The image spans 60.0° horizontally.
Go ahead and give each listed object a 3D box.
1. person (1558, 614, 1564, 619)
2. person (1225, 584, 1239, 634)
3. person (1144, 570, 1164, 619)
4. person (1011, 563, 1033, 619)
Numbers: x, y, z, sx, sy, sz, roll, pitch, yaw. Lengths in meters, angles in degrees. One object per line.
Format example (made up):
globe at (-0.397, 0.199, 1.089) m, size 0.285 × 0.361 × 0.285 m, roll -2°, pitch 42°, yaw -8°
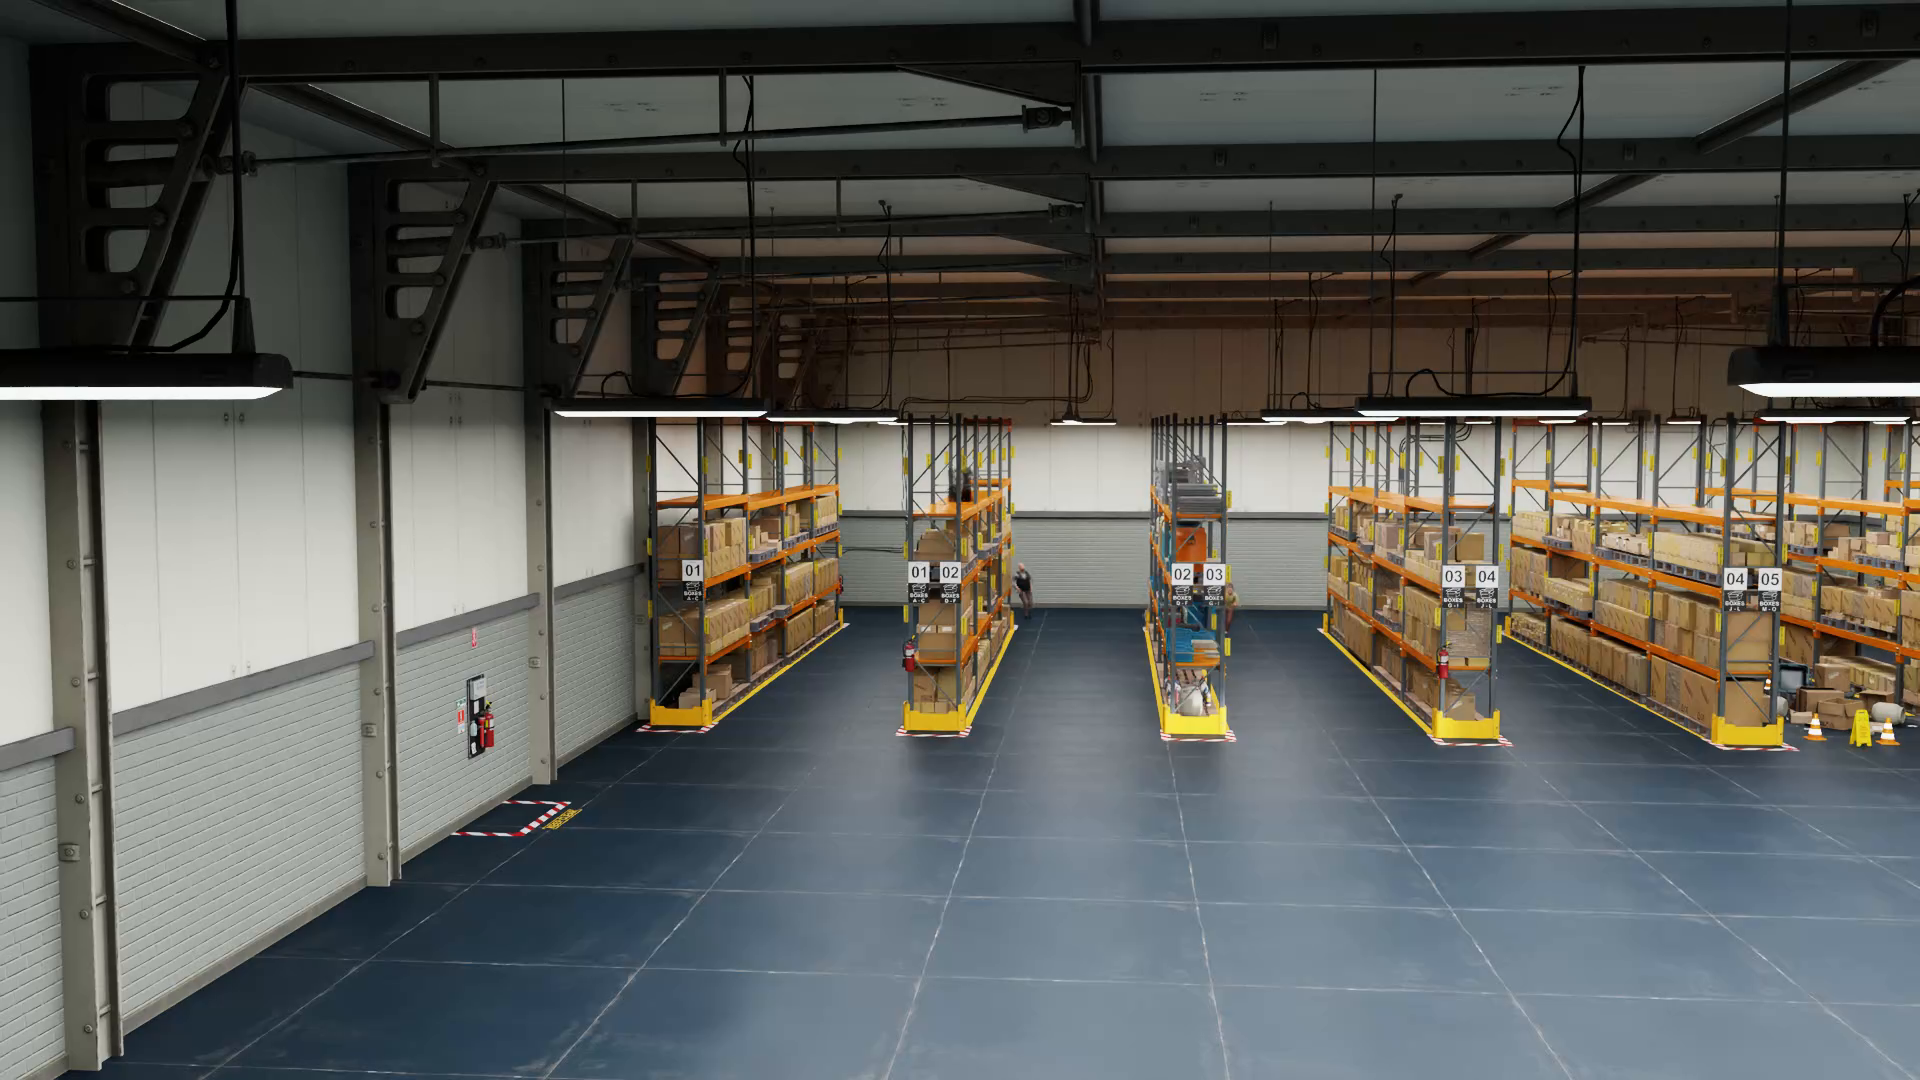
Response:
person at (17.230, 1.581, 48.327) m, size 0.841 × 1.837 × 0.644 m, roll -3°, pitch 5°, yaw -35°
person at (7.409, 1.912, 45.843) m, size 0.584 × 1.430 × 0.924 m, roll 1°, pitch 4°, yaw 15°
person at (5.969, 1.549, 48.929) m, size 0.996 × 1.717 × 0.700 m, roll 2°, pitch 5°, yaw 33°
person at (1.877, 1.532, 49.989) m, size 0.714 × 1.674 × 0.622 m, roll -1°, pitch 4°, yaw -20°
